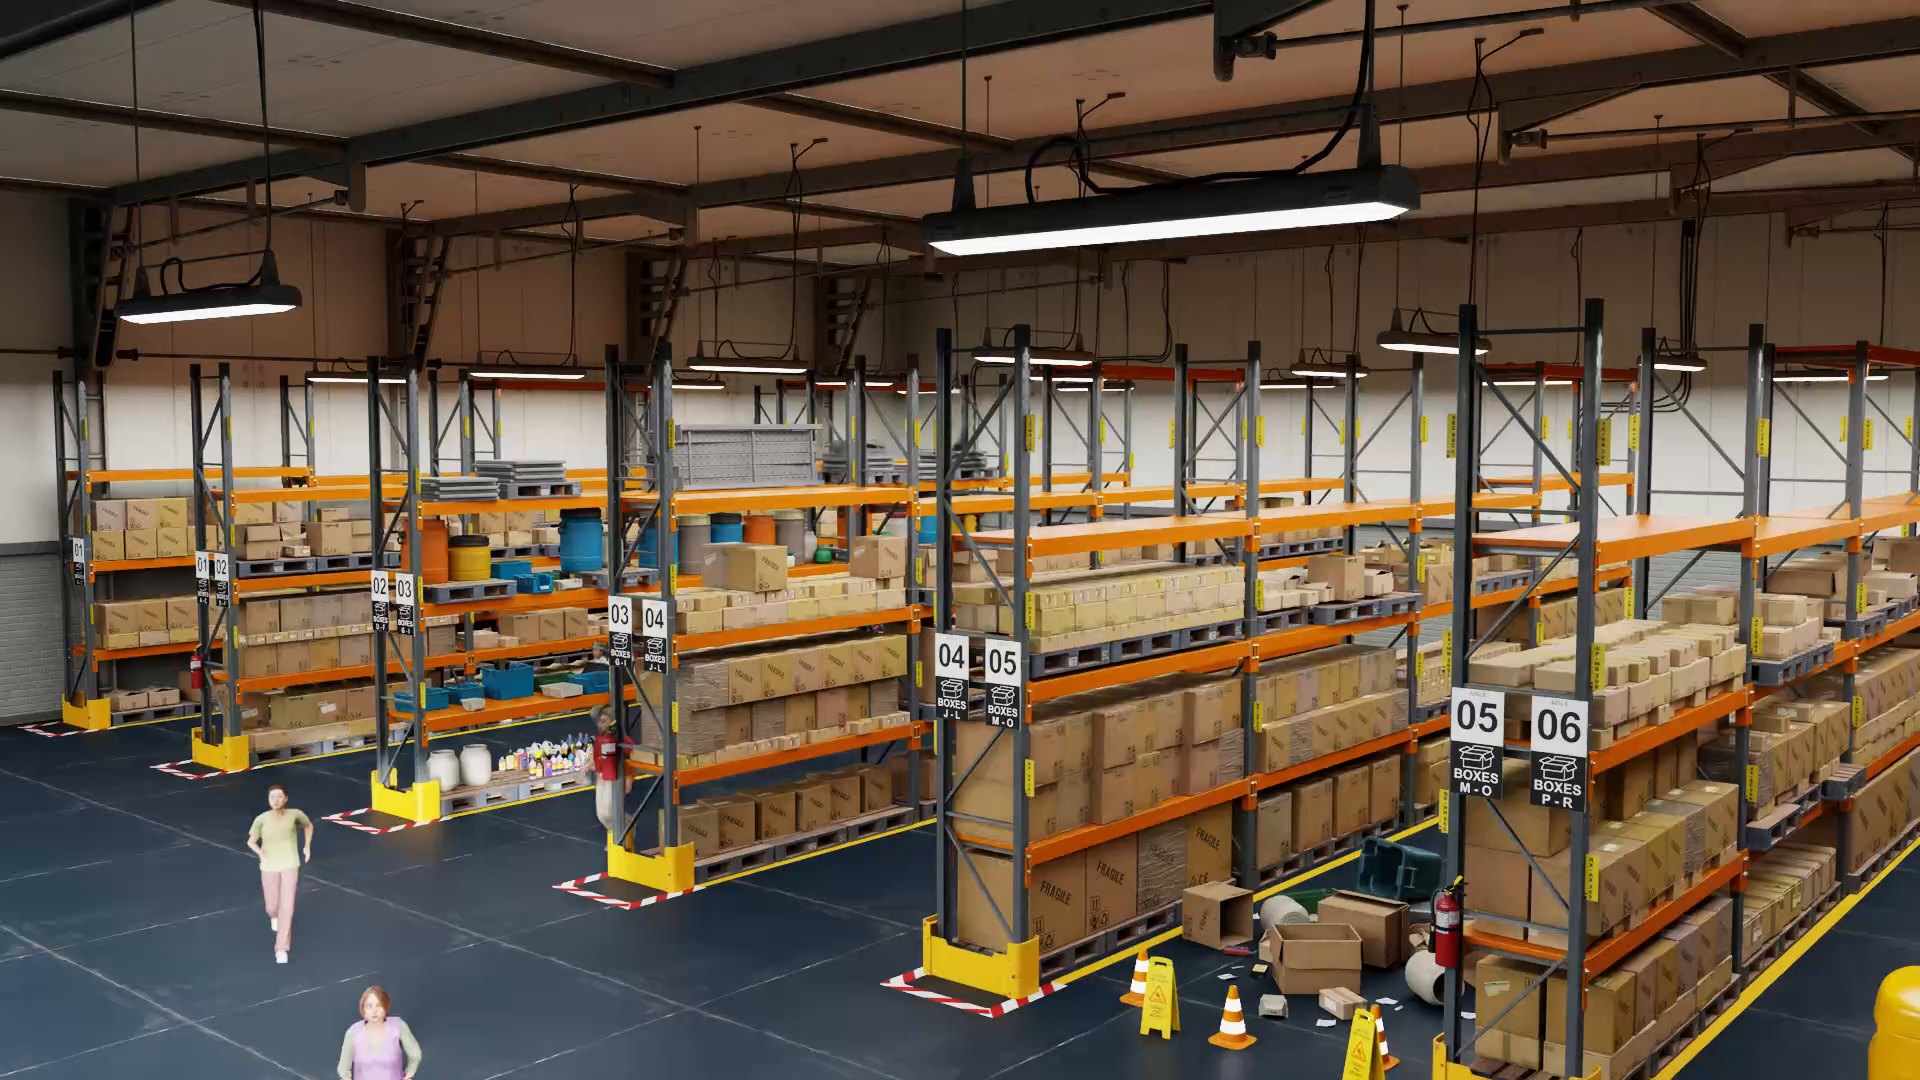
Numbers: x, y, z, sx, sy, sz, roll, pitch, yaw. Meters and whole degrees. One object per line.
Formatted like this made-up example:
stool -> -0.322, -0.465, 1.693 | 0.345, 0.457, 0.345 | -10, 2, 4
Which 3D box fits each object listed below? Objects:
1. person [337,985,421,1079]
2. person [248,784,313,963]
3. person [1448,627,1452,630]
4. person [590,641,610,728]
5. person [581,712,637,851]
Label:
person -> -3.717, 3.617, 10.648 | 0.512, 1.554, 0.530 | -1, 4, -16
person -> -6.569, 3.176, 16.092 | 0.592, 1.633, 0.970 | -2, 4, -20
person -> 8.090, 2.312, 27.424 | 0.835, 1.808, 0.689 | -4, 6, -44
person -> -5.675, 2.442, 26.216 | 0.643, 1.708, 0.660 | 4, 6, 42
person -> -4.205, 2.894, 19.907 | 0.679, 1.677, 0.609 | 3, 5, 40
